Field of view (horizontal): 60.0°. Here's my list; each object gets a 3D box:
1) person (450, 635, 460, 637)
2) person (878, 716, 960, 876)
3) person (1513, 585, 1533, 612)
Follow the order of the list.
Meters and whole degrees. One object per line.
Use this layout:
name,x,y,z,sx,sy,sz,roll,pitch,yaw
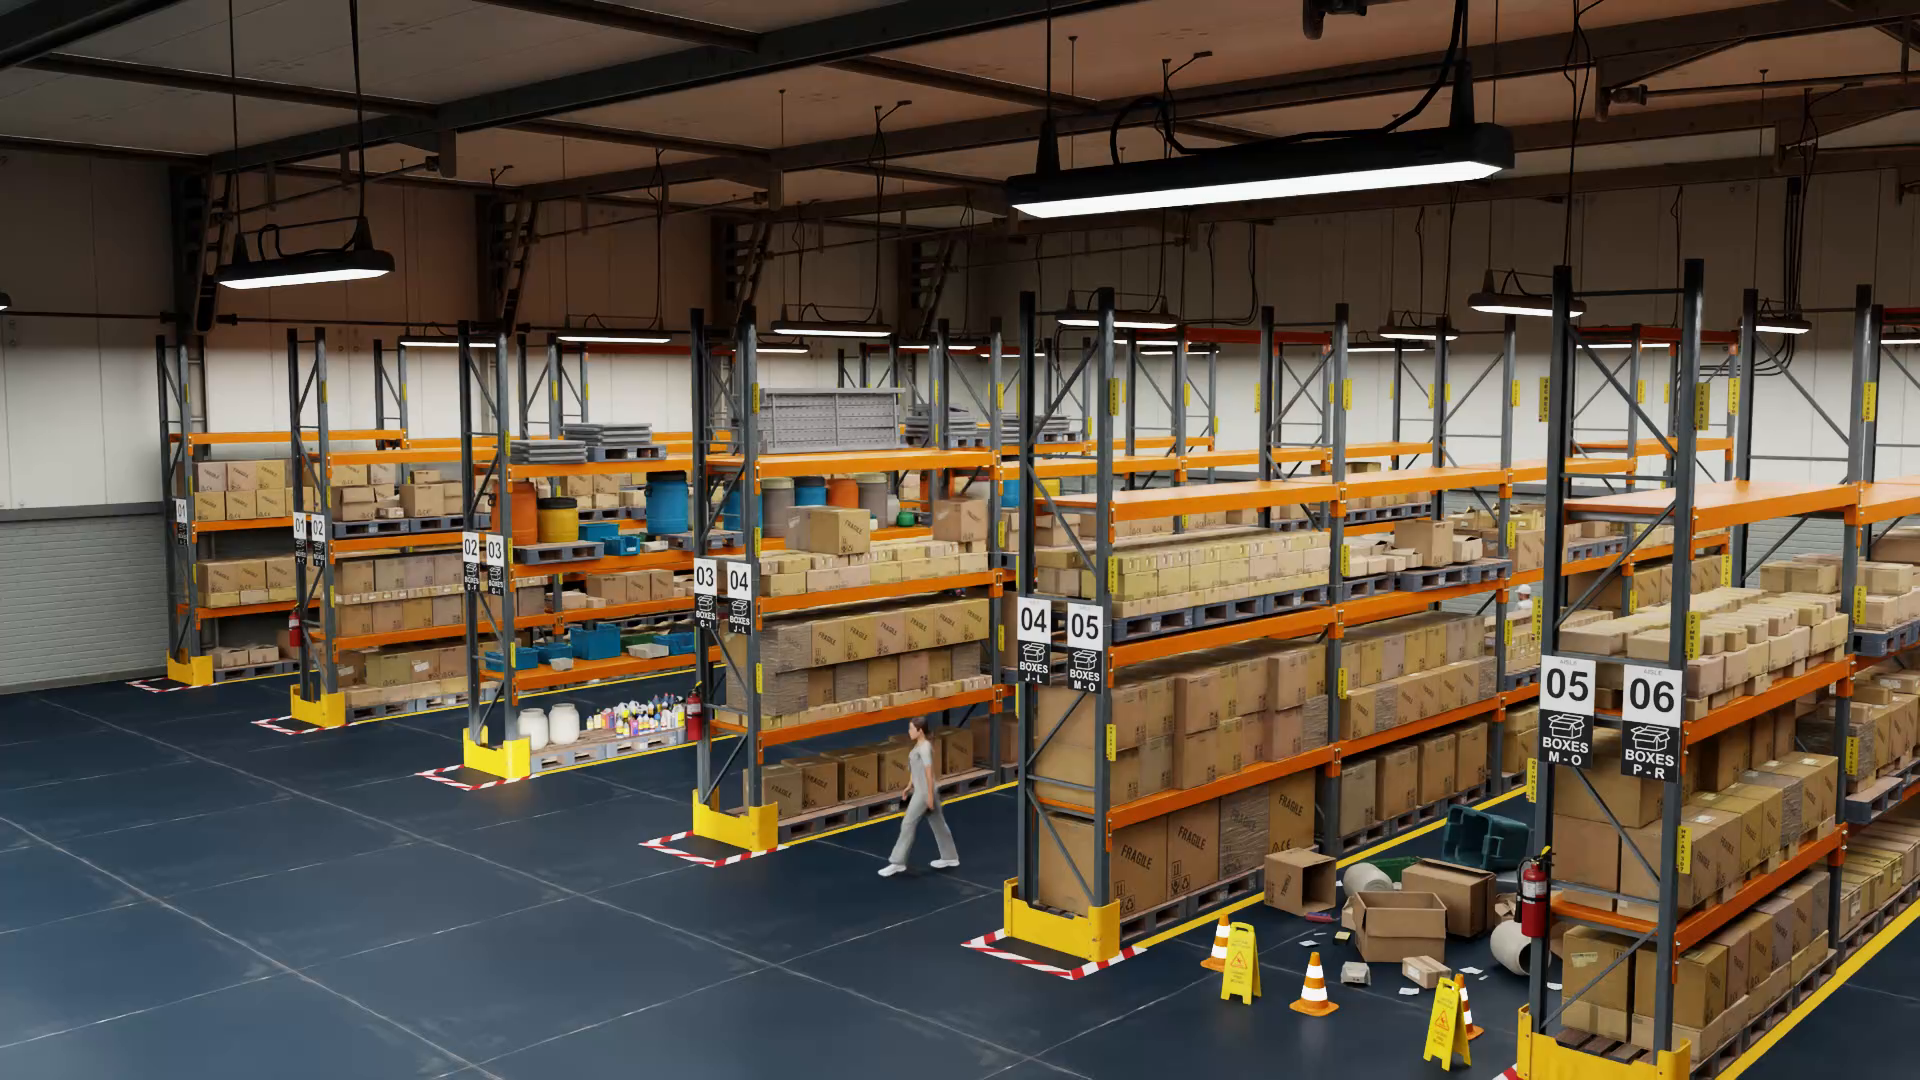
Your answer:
person,-8.969,1.571,29.920,0.527,1.536,1.009,4,7,35
person,-0.433,2.681,17.607,0.846,1.650,0.490,0,5,1
person,9.481,1.648,28.003,0.557,1.798,0.647,-1,5,-12
